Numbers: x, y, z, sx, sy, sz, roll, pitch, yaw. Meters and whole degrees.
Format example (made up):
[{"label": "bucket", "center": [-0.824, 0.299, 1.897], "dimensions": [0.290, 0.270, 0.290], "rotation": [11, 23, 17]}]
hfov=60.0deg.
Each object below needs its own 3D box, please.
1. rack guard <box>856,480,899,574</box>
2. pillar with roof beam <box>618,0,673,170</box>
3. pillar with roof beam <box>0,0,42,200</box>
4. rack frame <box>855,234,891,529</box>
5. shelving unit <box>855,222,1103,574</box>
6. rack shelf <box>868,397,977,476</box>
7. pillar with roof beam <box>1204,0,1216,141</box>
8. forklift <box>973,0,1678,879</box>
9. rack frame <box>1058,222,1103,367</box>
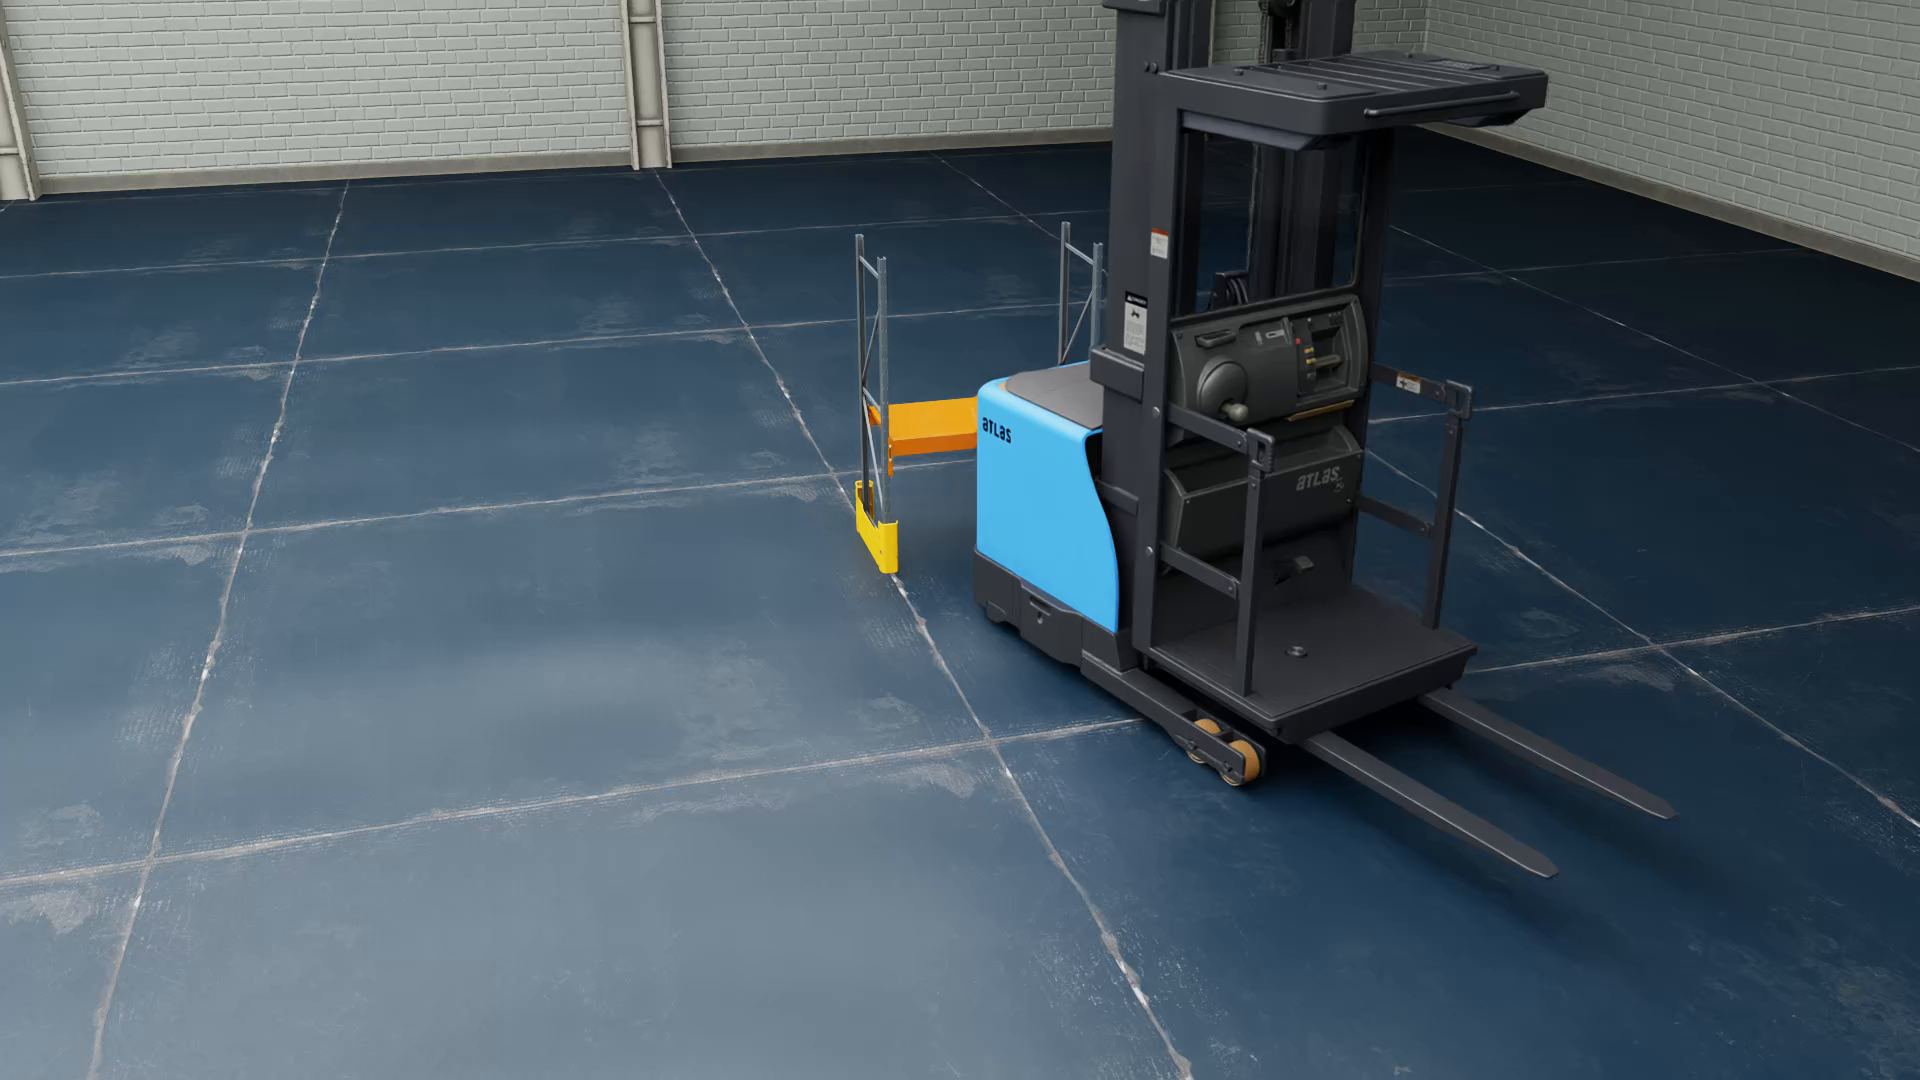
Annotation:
[{"label": "rack guard", "center": [-0.406, -0.070, 8.096], "dimensions": [0.087, 0.250, 0.587], "rotation": [-6, 24, -14]}, {"label": "pillar with roof beam", "center": [-2.051, -6.400, 11.753], "dimensions": [0.400, 9.000, 9.100], "rotation": [-6, 24, -14]}, {"label": "pillar with roof beam", "center": [-7.828, -5.761, 10.264], "dimensions": [0.400, 9.000, 9.100], "rotation": [-6, 24, -14]}, {"label": "rack frame", "center": [-0.407, -0.644, 7.849], "dimensions": [0.032, 1.500, 0.500], "rotation": [-6, 24, -14]}, {"label": "shelving unit", "center": [0.073, -0.697, 7.973], "dimensions": [1.083, 1.500, 0.587], "rotation": [-6, 24, -14]}, {"label": "rack shelf", "center": [0.082, -0.533, 8.046], "dimensions": [1.000, 0.185, 0.538], "rotation": [-6, 24, -14]}, {"label": "pillar with roof beam", "center": [3.726, -7.039, 13.242], "dimensions": [0.400, 9.000, 9.100], "rotation": [-6, 24, -14]}, {"label": "forklift", "center": [1.289, -0.653, 6.055], "dimensions": [1.130, 2.935, 3.031], "rotation": [-15, 27, -30]}, {"label": "rack frame", "center": [0.572, -0.752, 8.102], "dimensions": [0.032, 1.500, 0.500], "rotation": [-6, 24, -14]}]
